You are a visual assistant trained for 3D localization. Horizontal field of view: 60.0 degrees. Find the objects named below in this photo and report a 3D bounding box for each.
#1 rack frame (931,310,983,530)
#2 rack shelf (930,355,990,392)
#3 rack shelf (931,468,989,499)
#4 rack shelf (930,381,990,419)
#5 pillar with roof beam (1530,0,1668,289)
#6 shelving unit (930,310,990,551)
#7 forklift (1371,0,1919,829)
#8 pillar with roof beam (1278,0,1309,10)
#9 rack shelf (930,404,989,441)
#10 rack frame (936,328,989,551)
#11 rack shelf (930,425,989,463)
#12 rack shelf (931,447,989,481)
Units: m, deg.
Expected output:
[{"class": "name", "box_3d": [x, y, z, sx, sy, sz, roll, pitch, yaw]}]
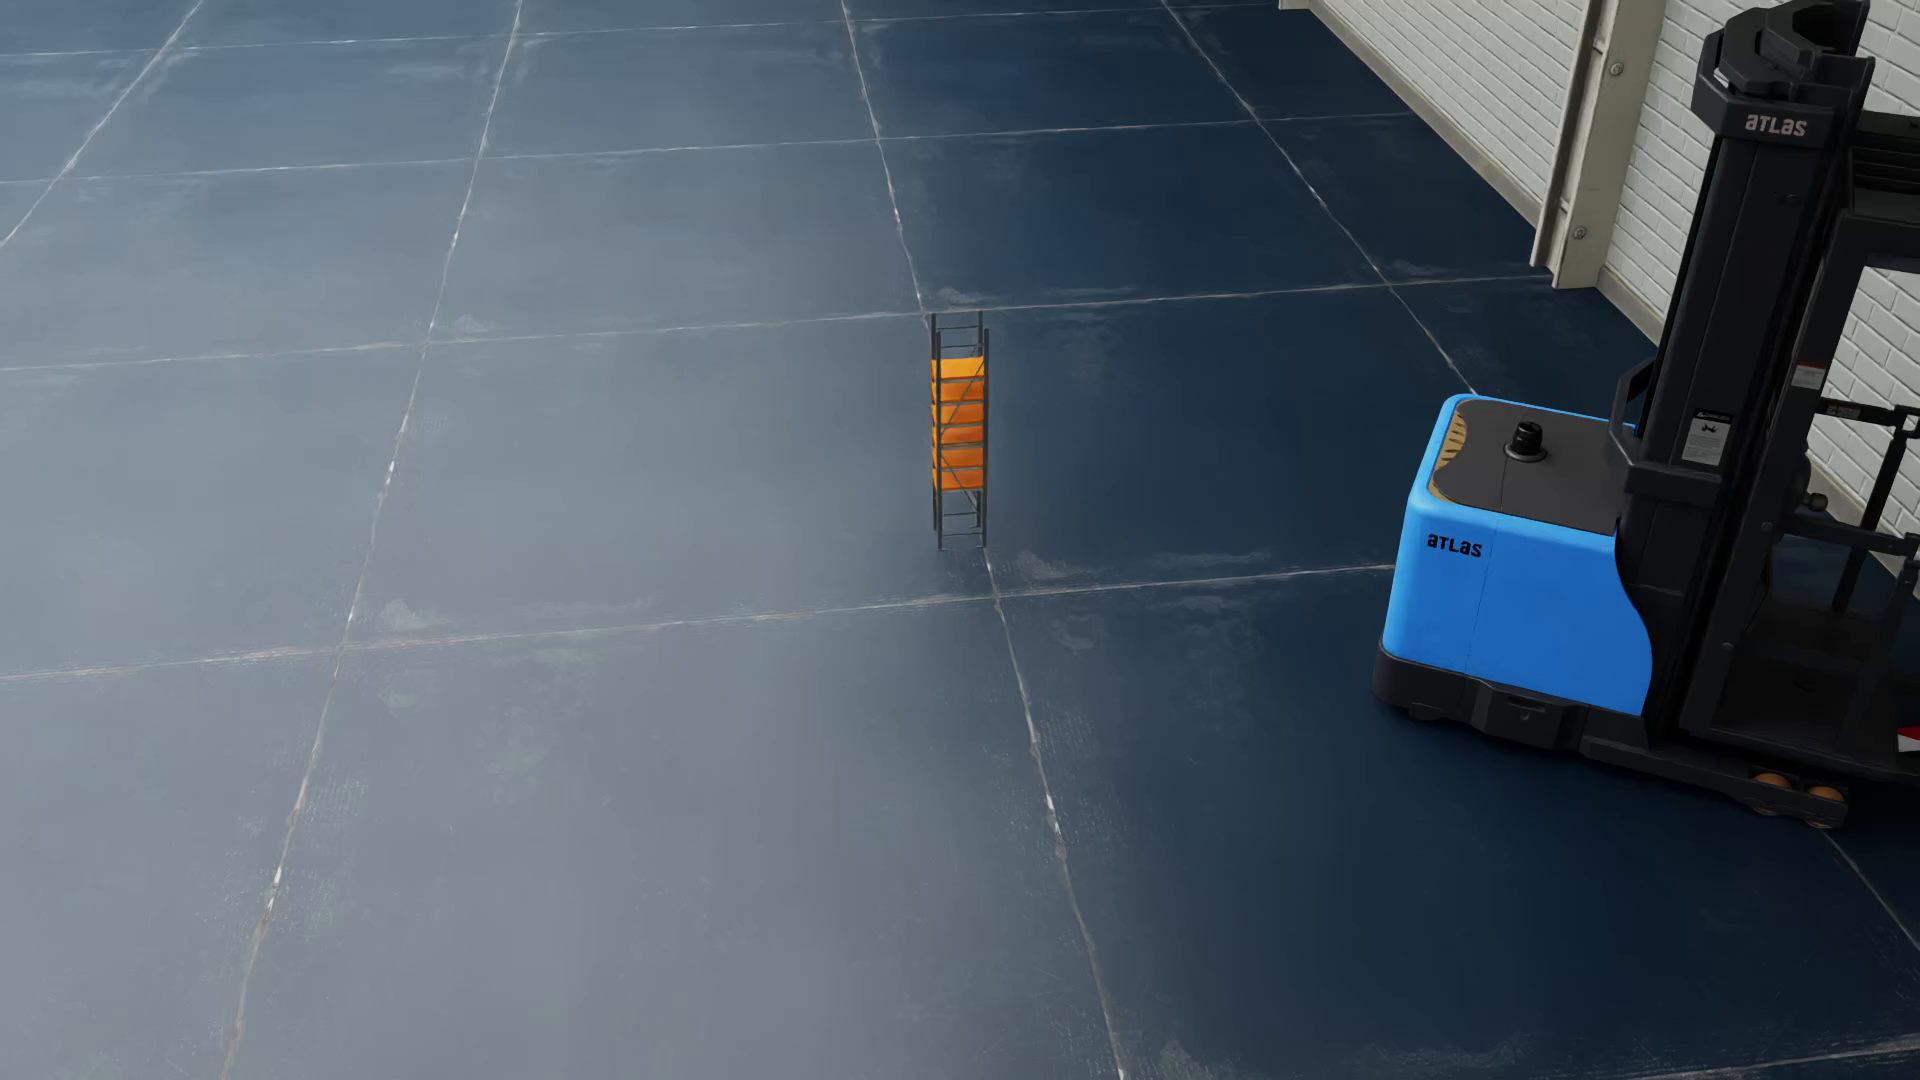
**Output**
[{"class": "rack frame", "box_3d": [-0.014, -0.555, 7.999, 0.240, 1.200, 0.006, -4, 35, -6]}, {"class": "rack shelf", "box_3d": [-0.002, -0.765, 7.746, 0.258, 0.103, 0.180, -4, 35, -6]}, {"class": "rack shelf", "box_3d": [-0.002, -0.269, 8.084, 0.258, 0.103, 0.180, -4, 35, -6]}, {"class": "rack shelf", "box_3d": [-0.002, -0.665, 7.814, 0.258, 0.103, 0.180, -4, 35, -6]}, {"class": "pillar with roof beam", "box_3d": [-0.348, -5.114, 7.763, 9.100, 9.000, 0.400, -4, 35, -6]}, {"class": "shelving unit", "box_3d": [-0.002, -0.504, 7.924, 0.258, 1.200, 0.189, -4, 35, -6]}, {"class": "forklift", "box_3d": [3.342, -0.412, 6.252, 3.031, 2.935, 1.130, 13, 37, 19]}, {"class": "pillar with roof beam", "box_3d": [-1.155, -8.462, 12.676, 9.100, 9.000, 0.400, -4, 35, -6]}, {"class": "rack shelf", "box_3d": [-0.002, -0.566, 7.881, 0.258, 0.103, 0.180, -4, 35, -6]}, {"class": "rack frame", "box_3d": [0.010, -0.453, 7.849, 0.240, 1.200, 0.006, -4, 35, -6]}, {"class": "rack shelf", "box_3d": [-0.002, -0.467, 7.949, 0.258, 0.103, 0.180, -4, 35, -6]}, {"class": "rack shelf", "box_3d": [-0.002, -0.368, 8.017, 0.258, 0.103, 0.180, -4, 35, -6]}]
